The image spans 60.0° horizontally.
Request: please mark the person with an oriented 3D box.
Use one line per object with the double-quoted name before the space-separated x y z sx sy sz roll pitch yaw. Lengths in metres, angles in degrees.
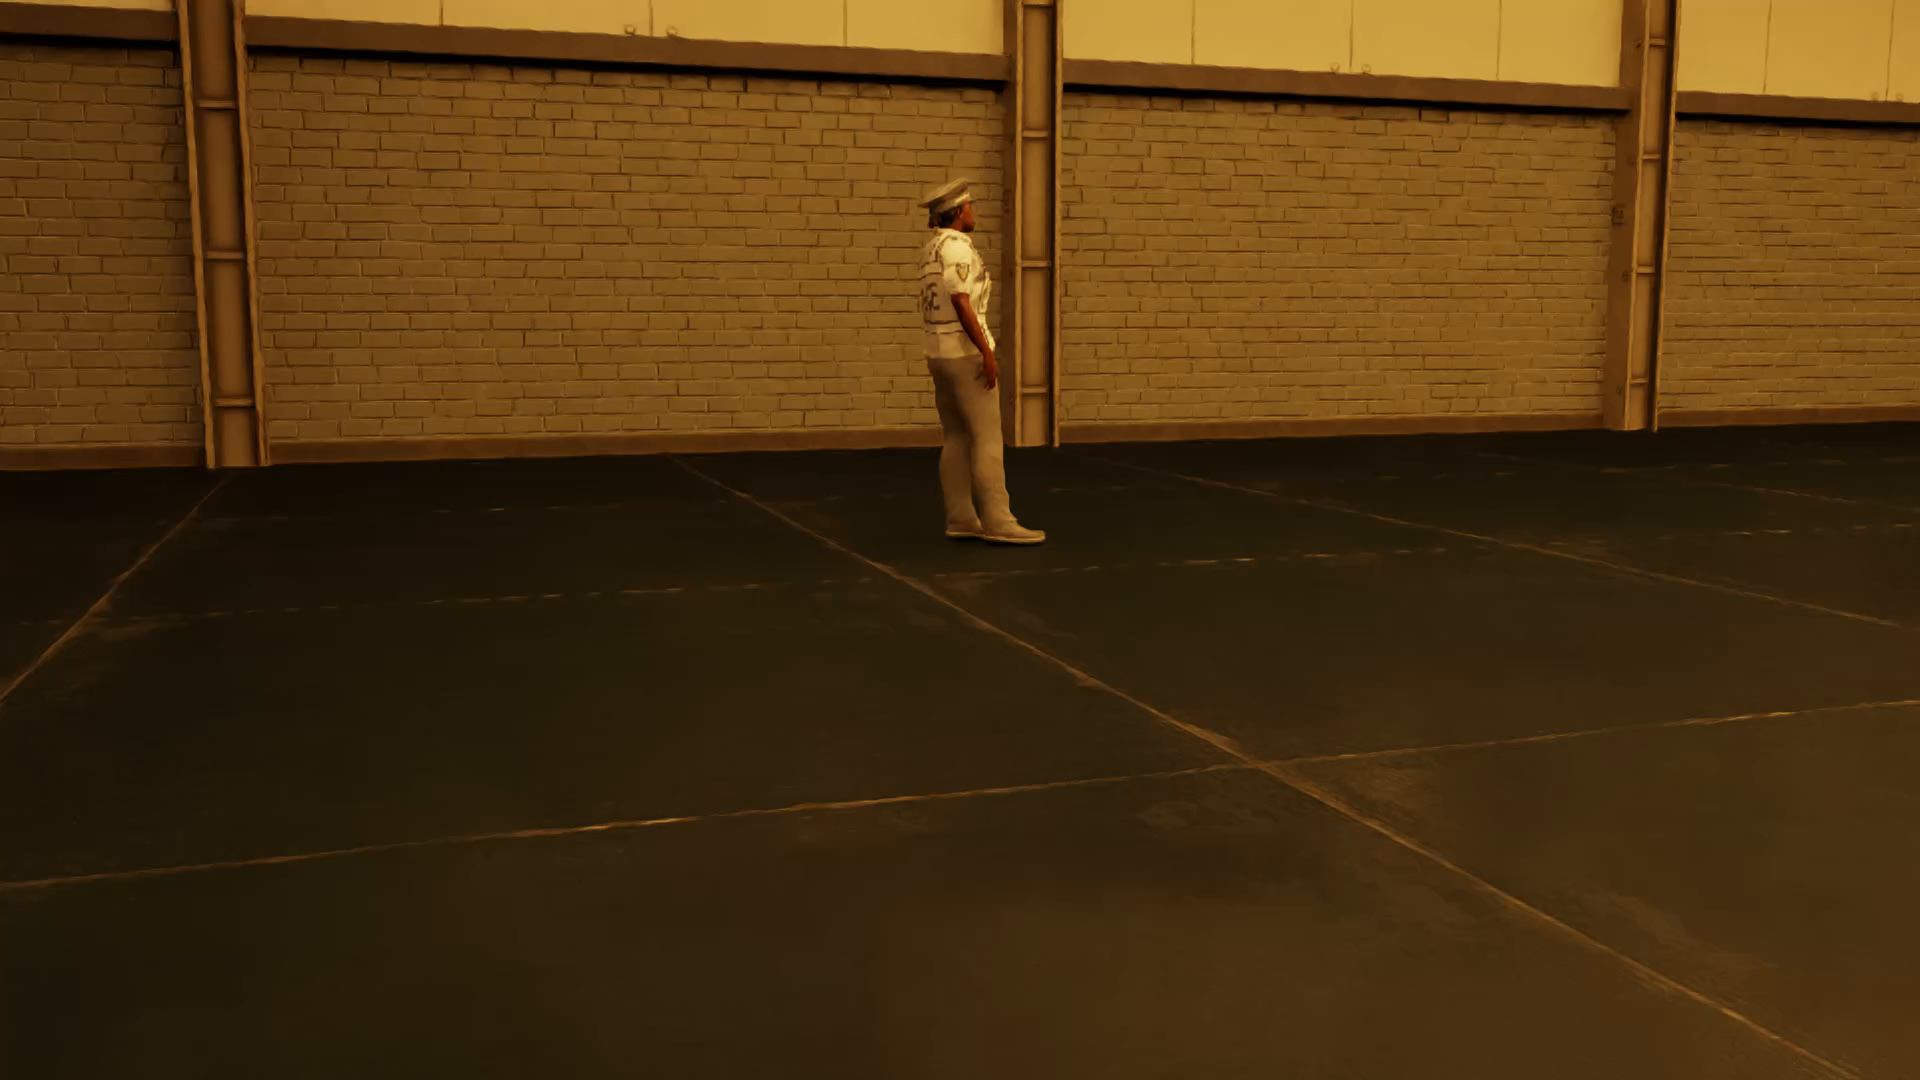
"person" 0.077 -0.847 7.814 0.529 1.693 0.570 -3 8 -18
